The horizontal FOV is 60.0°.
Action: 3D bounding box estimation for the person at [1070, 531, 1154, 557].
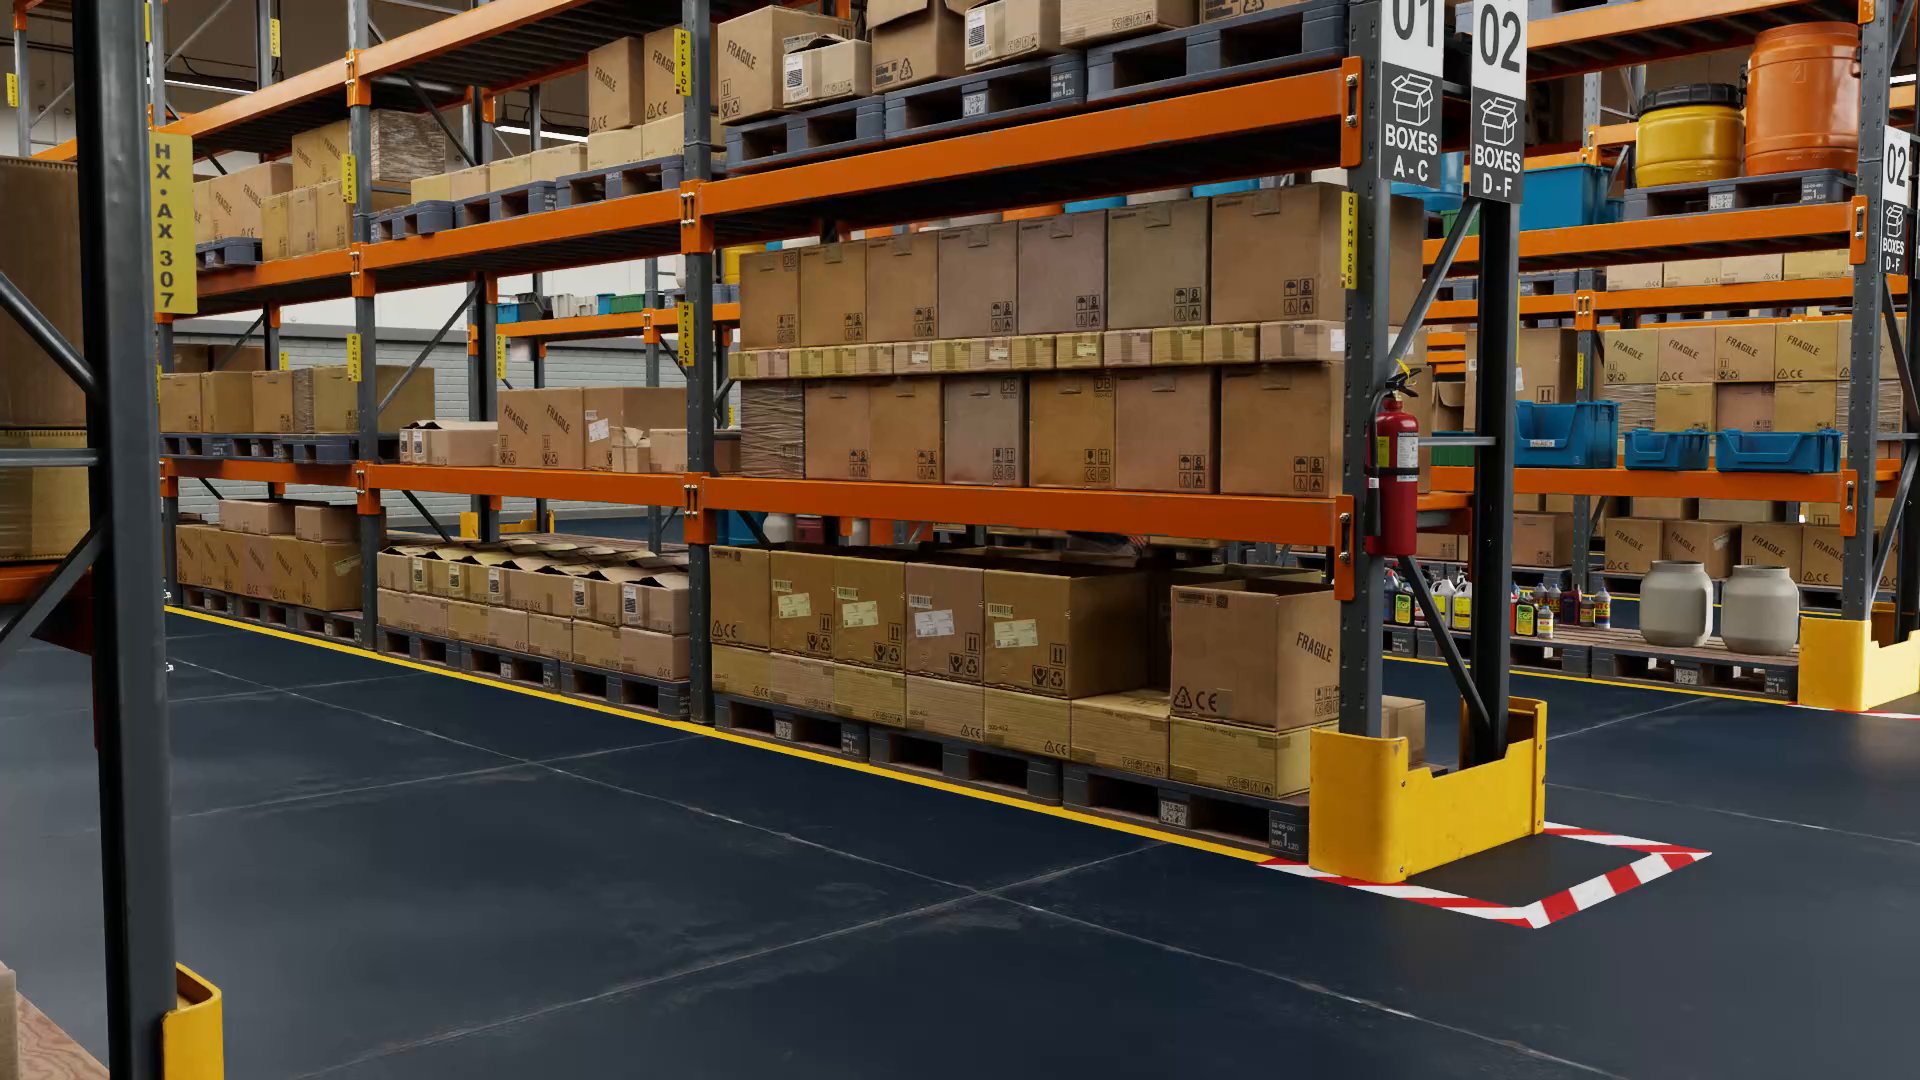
[{"bbox_3d":[0.919,0.023,10.209,0.754,1.679,0.659,2,5,32],"label":"person"}]
